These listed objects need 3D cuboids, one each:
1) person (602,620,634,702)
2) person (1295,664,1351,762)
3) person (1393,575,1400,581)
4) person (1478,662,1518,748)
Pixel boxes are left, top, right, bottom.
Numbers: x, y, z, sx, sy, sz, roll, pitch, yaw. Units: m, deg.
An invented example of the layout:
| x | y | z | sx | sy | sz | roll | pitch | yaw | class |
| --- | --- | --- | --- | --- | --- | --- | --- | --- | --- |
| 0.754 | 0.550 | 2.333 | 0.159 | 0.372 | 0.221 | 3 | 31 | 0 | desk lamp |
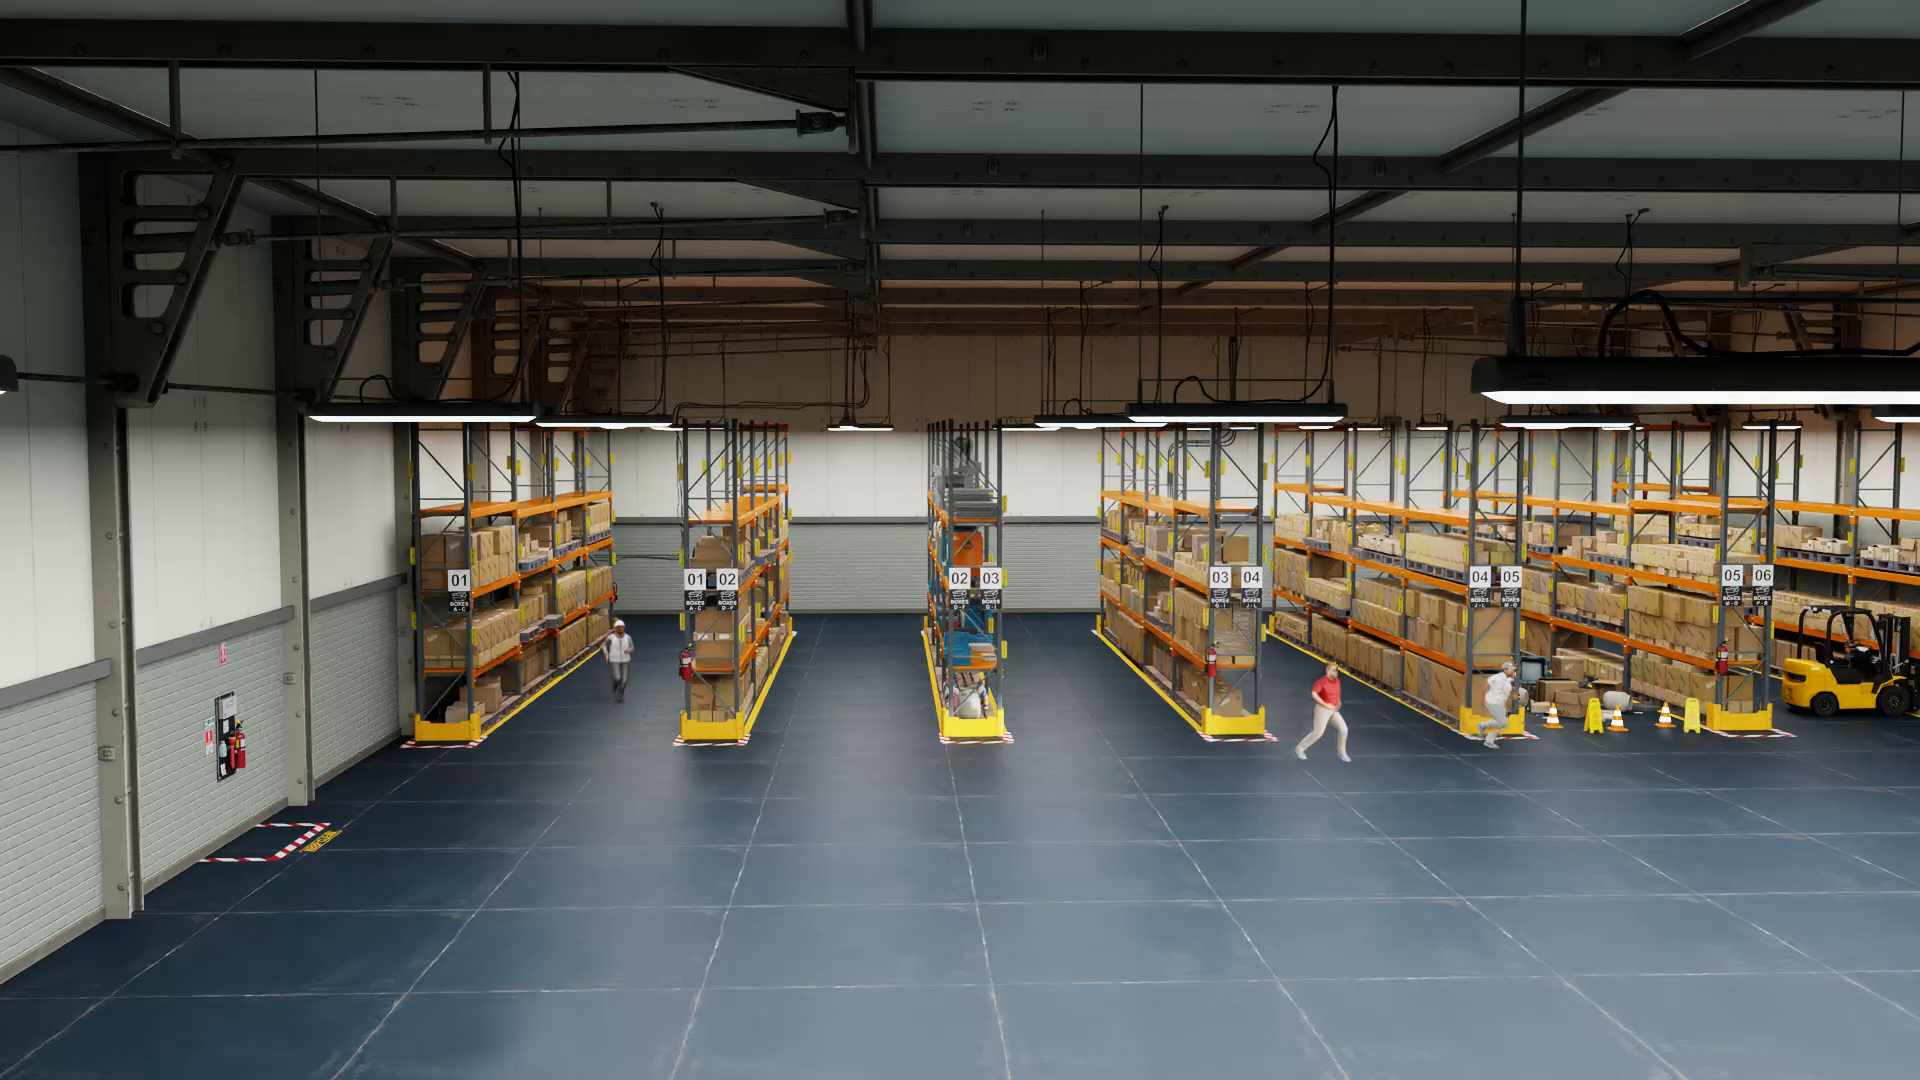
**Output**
| x | y | z | sx | sy | sz | roll | pitch | yaw | class |
| --- | --- | --- | --- | --- | --- | --- | --- | --- | --- |
| -7.225 | 2.577 | 35.303 | 0.637 | 1.740 | 0.659 | -2 | 4 | -25 | person |
| 6.383 | 3.035 | 29.096 | 0.906 | 1.735 | 0.759 | -3 | 5 | -40 | person |
| 12.913 | 1.721 | 49.285 | 0.736 | 1.644 | 0.619 | 0 | 4 | -5 | person |
| 9.802 | 3.008 | 30.293 | 0.684 | 1.590 | 0.595 | 3 | 5 | 36 | person |
